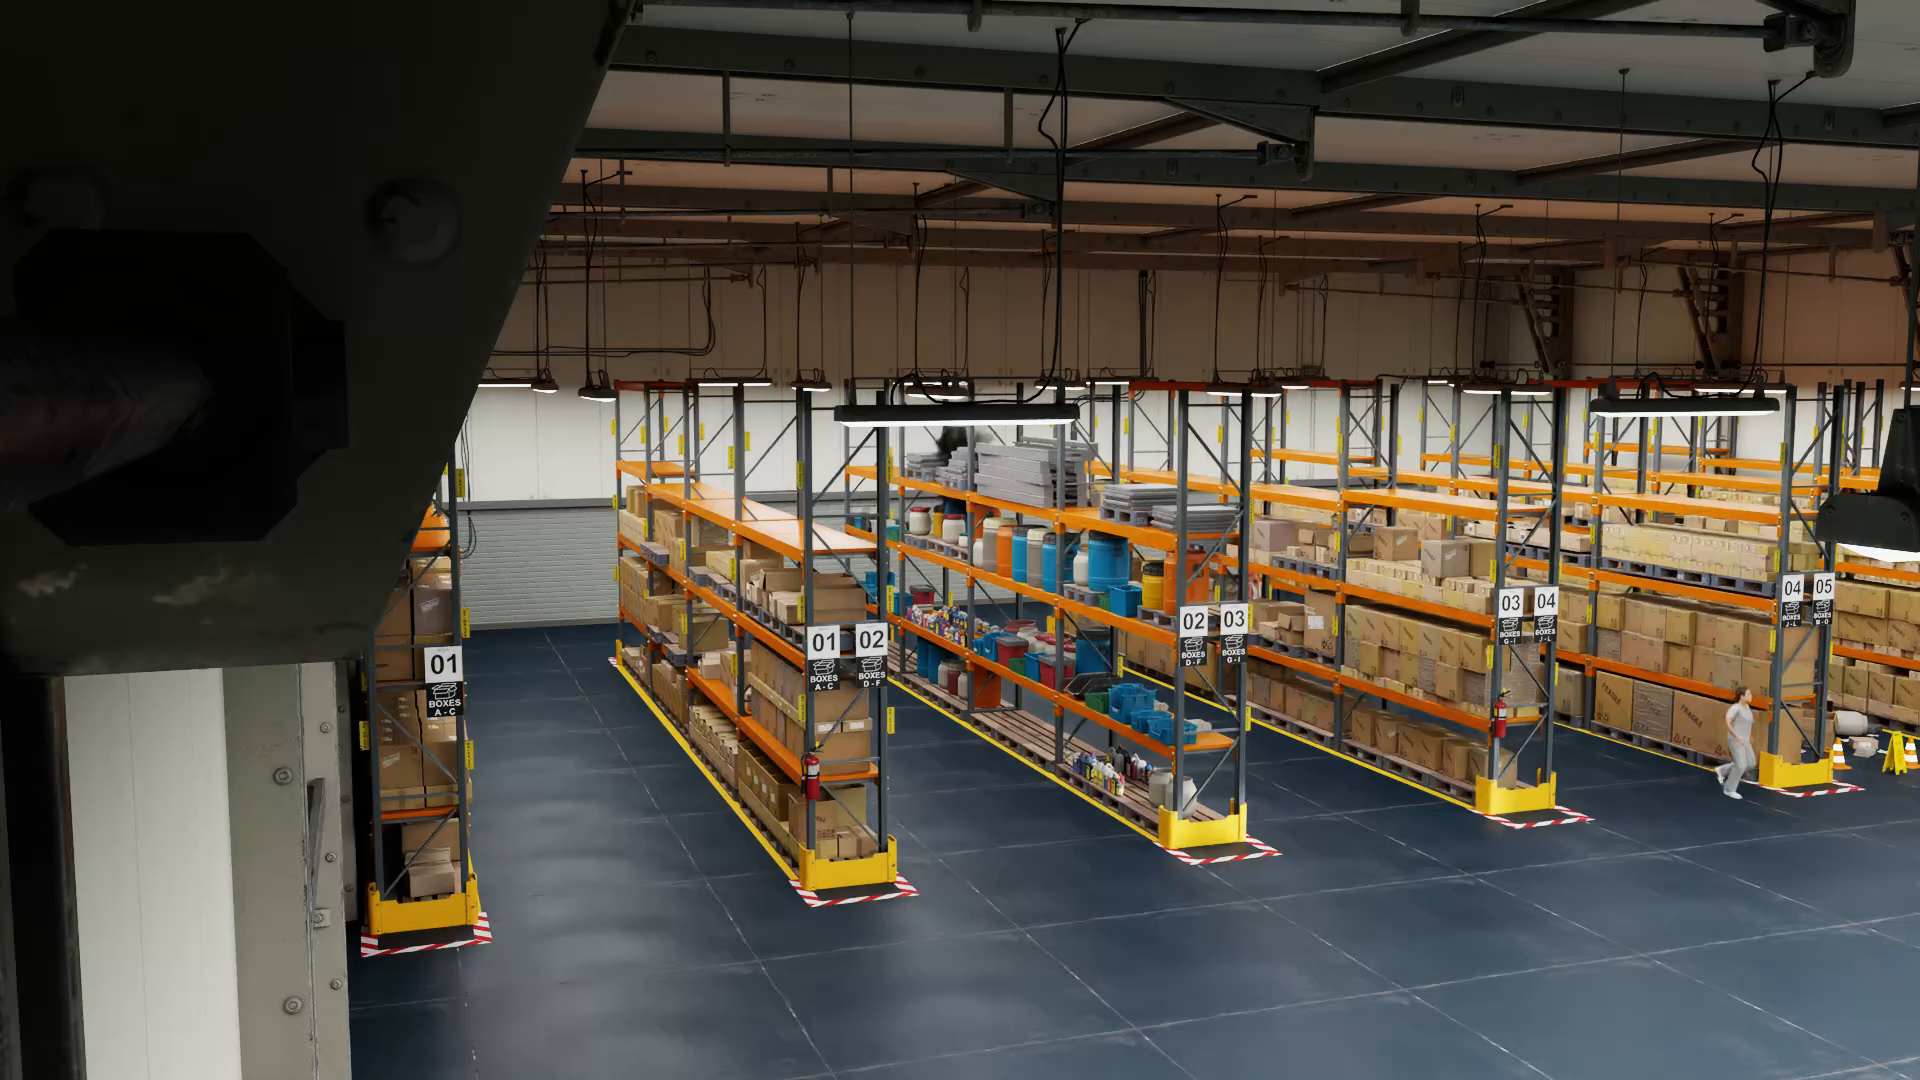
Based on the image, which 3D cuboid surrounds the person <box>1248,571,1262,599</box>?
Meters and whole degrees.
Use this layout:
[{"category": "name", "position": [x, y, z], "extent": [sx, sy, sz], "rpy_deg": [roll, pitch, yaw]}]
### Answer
[{"category": "person", "position": [6.587, 1.525, 37.023], "extent": [0.676, 1.761, 0.869], "rpy_deg": [-1, 6, -12]}]

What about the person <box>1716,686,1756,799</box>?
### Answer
[{"category": "person", "position": [11.455, 2.954, 24.496], "extent": [0.608, 1.621, 0.553], "rpy_deg": [-4, 7, -36]}]
